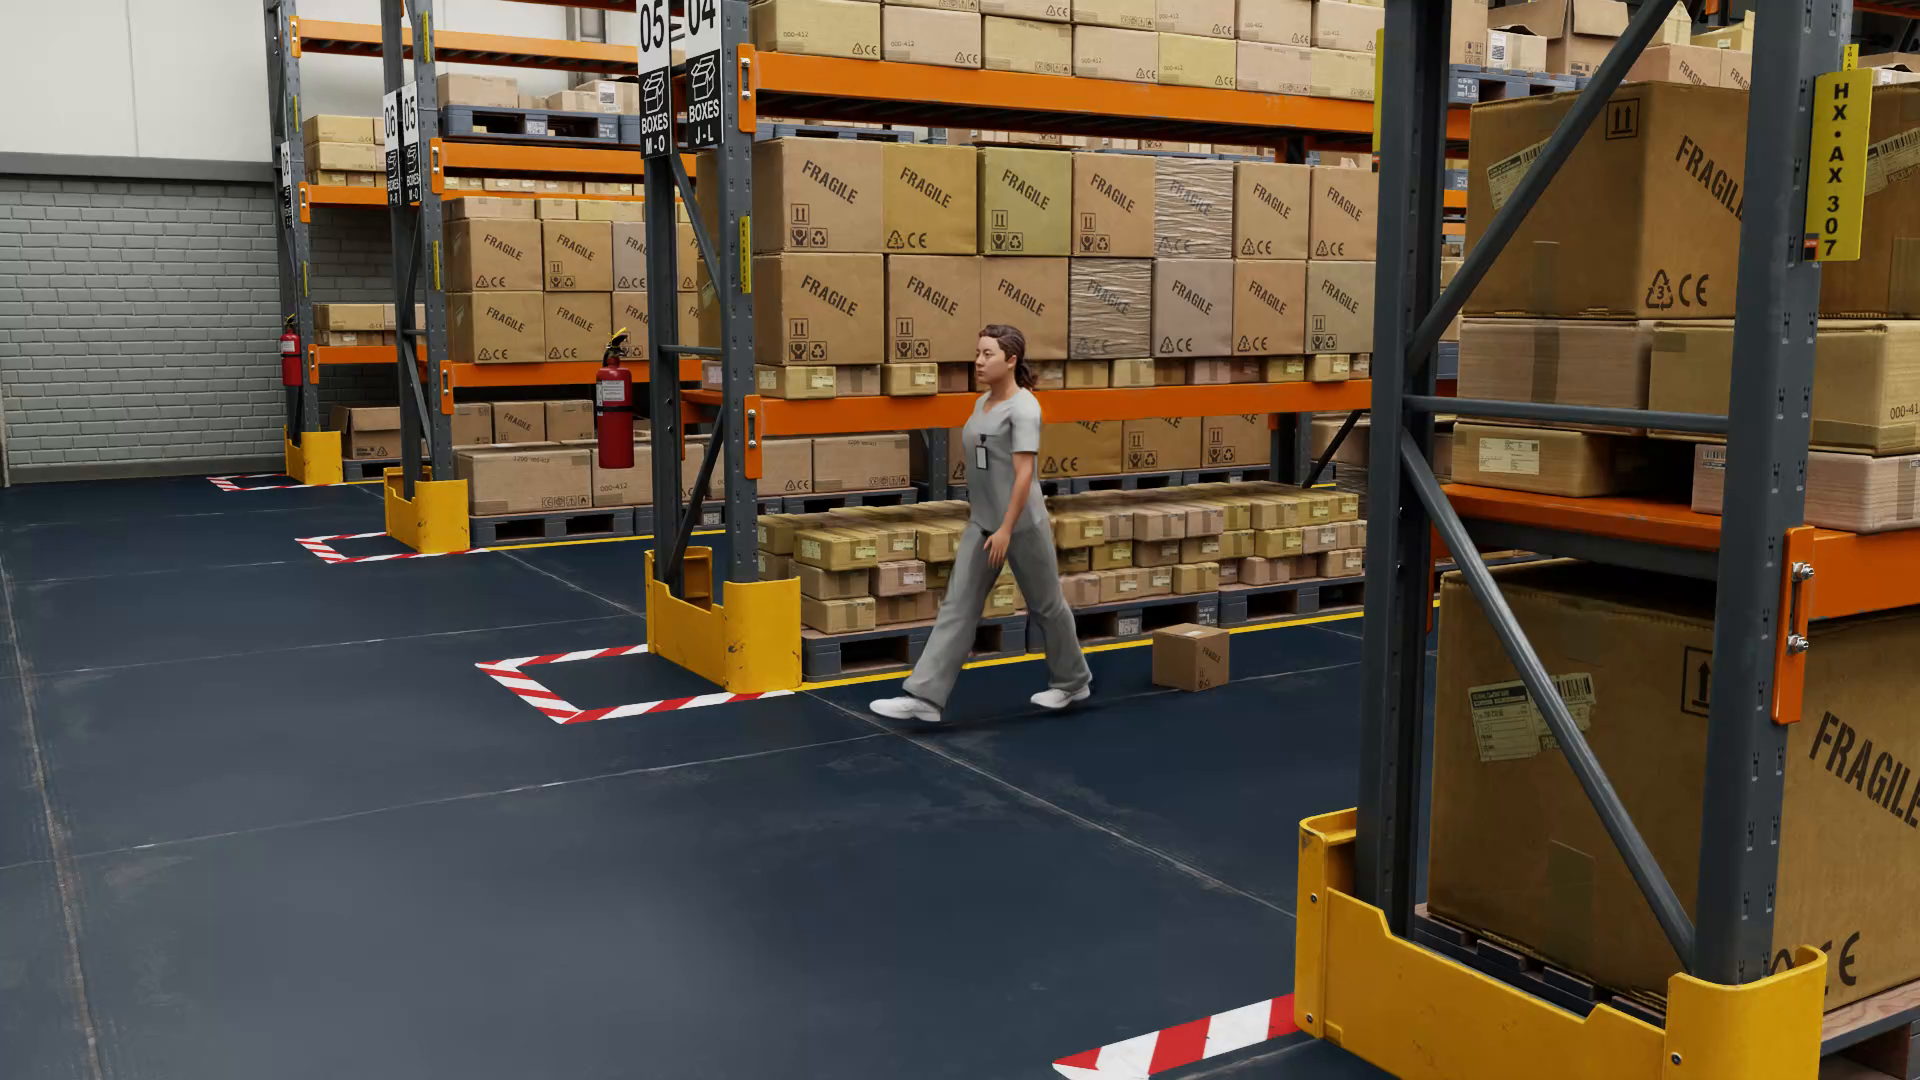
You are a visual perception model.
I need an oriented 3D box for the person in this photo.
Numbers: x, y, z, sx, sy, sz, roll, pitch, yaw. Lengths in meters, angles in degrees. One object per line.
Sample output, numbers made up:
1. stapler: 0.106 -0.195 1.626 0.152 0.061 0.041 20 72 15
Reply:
1. person: 0.131 -0.067 6.744 1.022 1.603 0.477 -6 10 -36
